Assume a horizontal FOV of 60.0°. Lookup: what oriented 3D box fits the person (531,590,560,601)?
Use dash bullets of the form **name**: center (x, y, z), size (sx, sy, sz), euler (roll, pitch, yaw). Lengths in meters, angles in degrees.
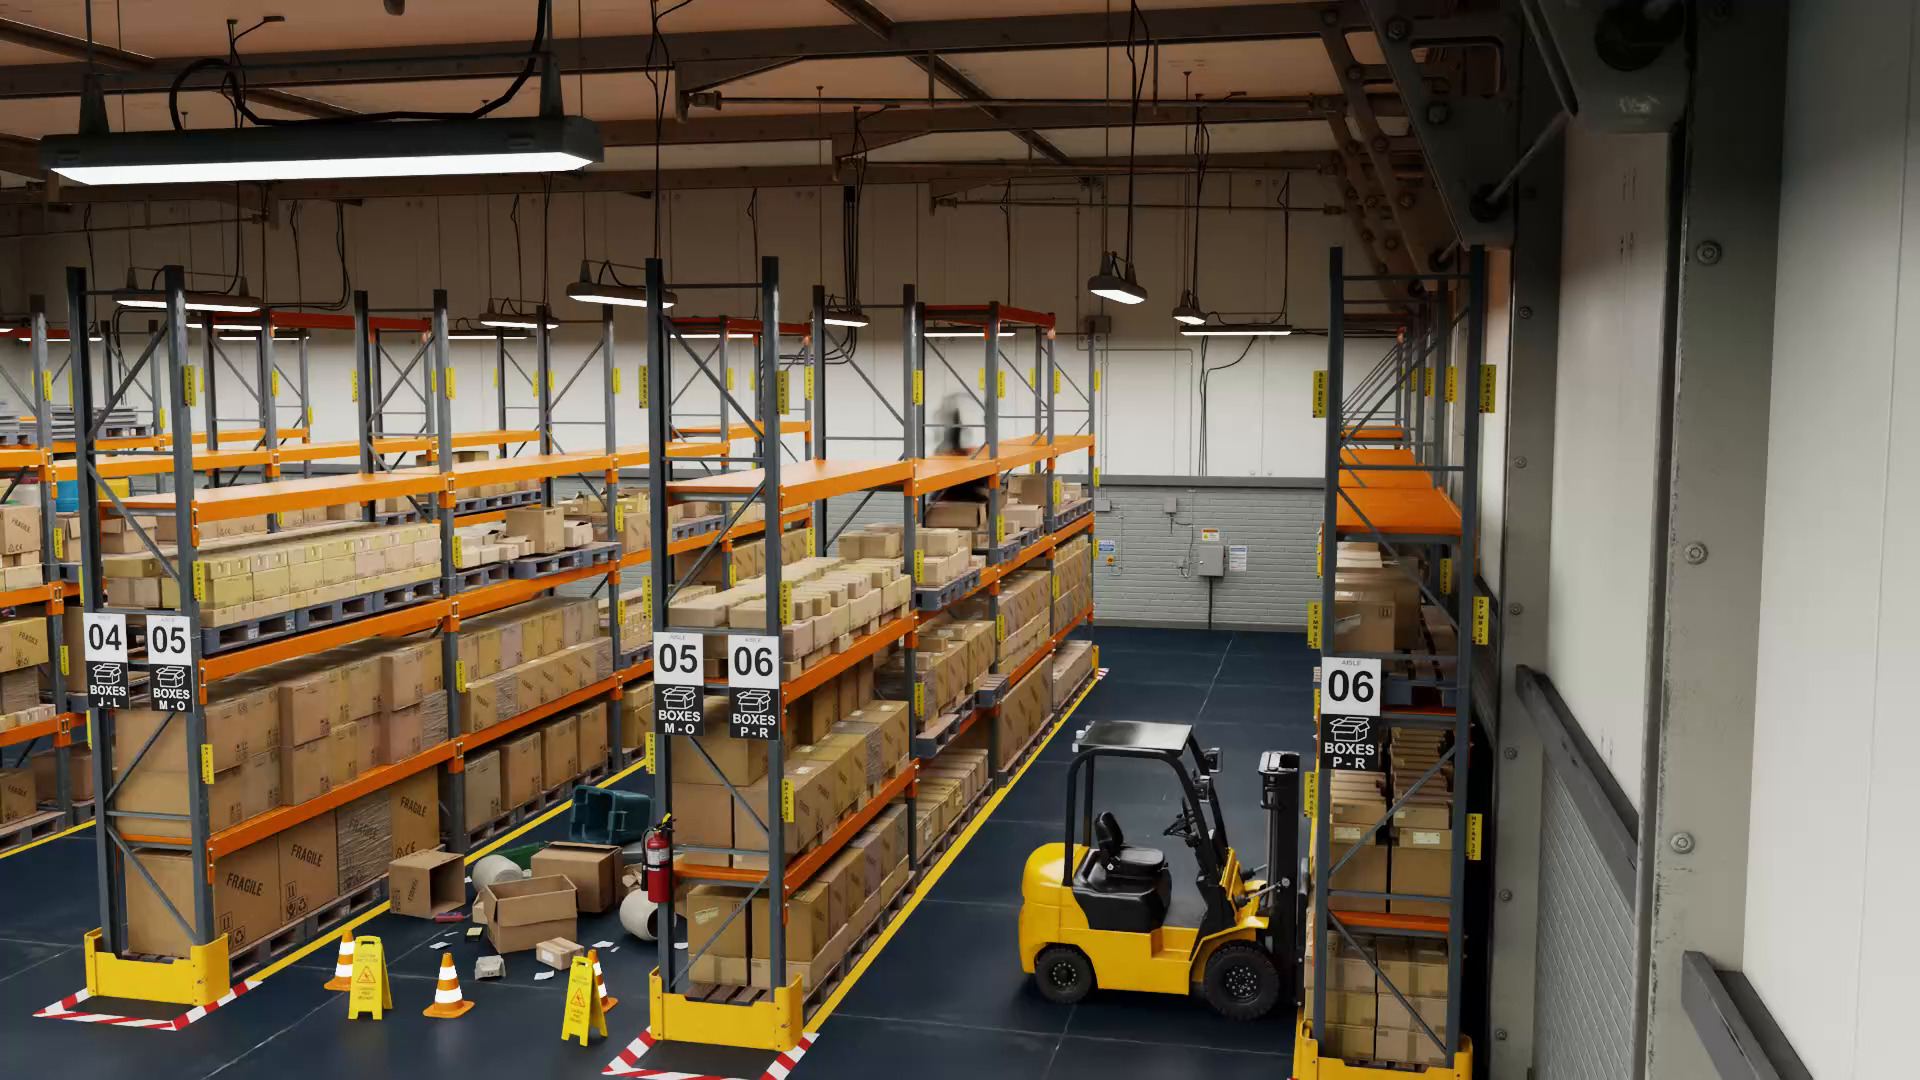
- **person**: center (-6.838, 1.491, 27.417), size (0.711, 1.753, 1.055), euler (1, 6, 12)
